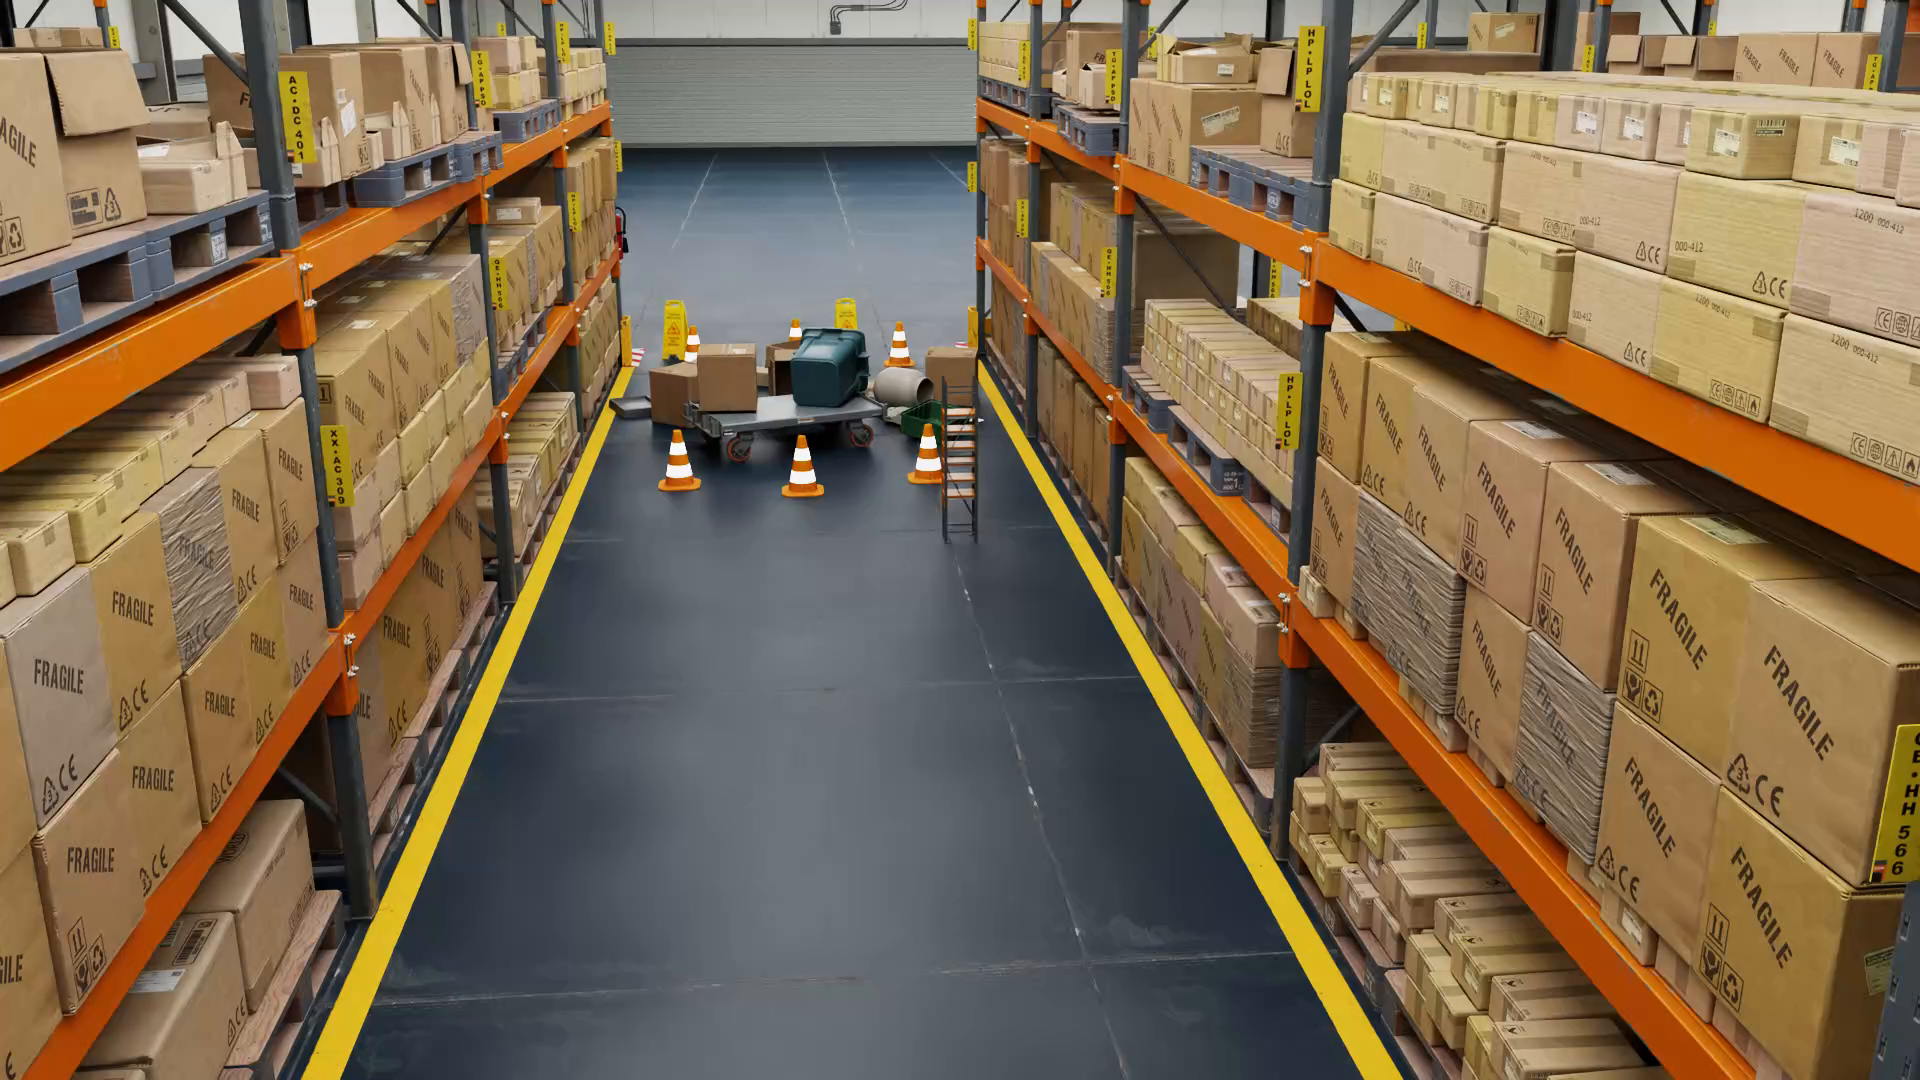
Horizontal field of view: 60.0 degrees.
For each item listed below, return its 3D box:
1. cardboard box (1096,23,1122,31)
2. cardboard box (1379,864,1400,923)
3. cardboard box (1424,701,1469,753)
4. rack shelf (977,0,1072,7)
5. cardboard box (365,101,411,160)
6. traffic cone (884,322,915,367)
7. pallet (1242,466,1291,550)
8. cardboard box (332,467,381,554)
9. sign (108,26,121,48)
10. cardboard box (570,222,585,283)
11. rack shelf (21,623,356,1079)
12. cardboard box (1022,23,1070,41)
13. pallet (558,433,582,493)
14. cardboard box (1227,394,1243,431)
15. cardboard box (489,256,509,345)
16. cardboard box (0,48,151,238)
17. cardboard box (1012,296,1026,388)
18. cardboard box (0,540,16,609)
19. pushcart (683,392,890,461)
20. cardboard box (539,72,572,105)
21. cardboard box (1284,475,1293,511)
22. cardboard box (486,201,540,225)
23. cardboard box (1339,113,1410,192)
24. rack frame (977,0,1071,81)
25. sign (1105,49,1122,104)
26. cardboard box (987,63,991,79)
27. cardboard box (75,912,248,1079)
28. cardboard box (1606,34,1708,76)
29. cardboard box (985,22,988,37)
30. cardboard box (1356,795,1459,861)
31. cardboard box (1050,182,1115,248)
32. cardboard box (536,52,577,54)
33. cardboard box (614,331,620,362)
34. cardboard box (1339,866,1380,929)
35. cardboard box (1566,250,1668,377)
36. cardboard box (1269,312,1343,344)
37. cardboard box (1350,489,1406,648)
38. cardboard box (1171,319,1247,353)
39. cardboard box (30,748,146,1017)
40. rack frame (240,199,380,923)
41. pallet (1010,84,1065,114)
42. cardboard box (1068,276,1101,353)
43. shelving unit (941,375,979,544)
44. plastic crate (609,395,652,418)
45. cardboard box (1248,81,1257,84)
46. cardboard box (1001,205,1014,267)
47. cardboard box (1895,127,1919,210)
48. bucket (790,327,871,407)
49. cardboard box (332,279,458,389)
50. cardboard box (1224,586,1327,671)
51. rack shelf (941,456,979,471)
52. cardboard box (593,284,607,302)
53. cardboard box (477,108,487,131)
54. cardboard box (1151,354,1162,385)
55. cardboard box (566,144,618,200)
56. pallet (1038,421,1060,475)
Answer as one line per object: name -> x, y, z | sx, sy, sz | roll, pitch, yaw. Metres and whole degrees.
cardboard box -> 1.401, -4.445, 14.540 | 0.380, 0.149, 0.250 | -2, 18, -5
cardboard box -> 1.846, 1.358, 6.407 | 0.380, 0.149, 0.250 | -3, 18, -8
cardboard box -> 1.813, 0.602, 5.670 | 0.380, 0.149, 0.250 | -1, 17, -3
rack shelf -> 0.894, -5.310, 15.937 | 1.077, 0.370, 4.000 | -2, 18, -6
cardboard box -> -2.828, -1.942, 7.871 | 0.396, 0.266, 0.258 | 0, 17, -1
traffic cone -> -0.670, -2.166, 18.302 | 0.336, 0.463, 0.334 | -2, 18, -6
pallet -> 1.991, -0.143, 7.946 | 1.003, 0.211, 1.213 | -2, 18, -6
cardboard box -> -2.753, -0.126, 6.988 | 0.500, 0.250, 0.500 | -2, 18, -7
sign -> -8.621, -5.069, 16.961 | 0.100, 0.325, 0.005 | -2, 18, -6
cardboard box -> -3.581, -2.533, 14.572 | 0.500, 0.500, 0.500 | -2, 18, -6
rack shelf -> -2.782, 1.119, 4.805 | 1.077, 0.370, 4.000 | -2, 18, -6
cardboard box -> 0.745, -4.425, 14.477 | 0.380, 0.149, 0.250 | -2, 18, -6
pallet -> -3.731, -0.641, 13.866 | 1.003, 0.211, 1.213 | -2, 18, -6
cardboard box -> 1.579, -0.649, 8.458 | 0.380, 0.149, 0.250 | -3, 18, -8
cardboard box -> -3.217, -1.543, 10.718 | 0.500, 0.500, 0.500 | -2, 18, -7
cardboard box -> -2.817, -1.147, 4.776 | 0.797, 0.503, 0.637 | 0, 17, -1
cardboard box -> 1.008, -2.031, 16.484 | 0.875, 0.875, 0.875 | -2, 18, -5
cardboard box -> -2.472, 0.112, 3.893 | 0.380, 0.149, 0.250 | -2, 18, -5
pushcart -> -1.550, -1.037, 14.852 | 1.648, 0.377, 0.936 | -8, 19, -25
cardboard box -> -3.586, -3.844, 14.160 | 0.500, 0.250, 0.500 | -2, 18, -7
cardboard box -> 1.687, -0.195, 7.510 | 0.380, 0.149, 0.250 | -2, 18, -7
cardboard box -> -3.405, -2.486, 12.641 | 0.380, 0.149, 0.250 | -3, 18, -8
cardboard box -> 1.736, -1.450, 6.196 | 0.500, 0.250, 0.500 | -1, 17, -4
rack frame -> 0.688, -6.440, 17.667 | 1.000, 3.000, 0.127 | -2, 18, -6
sign -> 0.960, -2.895, 10.389 | 0.100, 0.325, 0.005 | -2, 18, -6
cardboard box -> 0.483, -4.799, 16.999 | 0.380, 0.149, 0.250 | -2, 18, -5
cardboard box -> -2.937, 1.659, 5.460 | 0.875, 0.438, 0.875 | -2, 18, -7
cardboard box -> 5.994, -4.047, 14.179 | 0.797, 0.503, 0.637 | -3, 18, -8
cardboard box -> 0.457, -5.258, 17.128 | 0.380, 0.149, 0.250 | -2, 18, -6
cardboard box -> 1.799, 1.140, 6.603 | 0.380, 0.149, 0.250 | -2, 18, -6
cardboard box -> 1.157, -2.763, 14.135 | 0.700, 0.500, 0.500 | -2, 18, -7
cardboard box -> -3.710, -4.385, 15.217 | 0.380, 0.149, 0.250 | -2, 18, -6
cardboard box -> -3.872, -2.044, 17.569 | 0.500, 0.250, 0.500 | -2, 18, -6
cardboard box -> 1.748, 1.427, 6.682 | 0.380, 0.149, 0.250 | -2, 18, -6
cardboard box -> 1.930, -0.598, 4.316 | 0.500, 0.250, 0.500 | -1, 17, -3
cardboard box -> 2.070, -1.274, 9.953 | 0.380, 0.149, 0.250 | -1, 17, -4
cardboard box -> 1.784, 0.110, 6.155 | 0.500, 0.500, 0.500 | -2, 18, -6
cardboard box -> 1.446, -1.183, 9.663 | 0.380, 0.149, 0.250 | -3, 18, -8
cardboard box -> -2.454, 0.870, 4.230 | 0.500, 0.500, 0.500 | -2, 18, -6
rack frame -> -2.988, 0.180, 6.595 | 1.000, 3.000, 0.127 | -2, 18, -6
pallet -> 1.026, -4.019, 15.111 | 1.003, 0.211, 1.213 | -2, 18, -6
cardboard box -> 1.098, -1.666, 12.308 | 0.500, 0.500, 0.500 | -2, 18, -7
shelving unit -> -0.002, -0.577, 12.011 | 0.258, 1.200, 0.189 | -2, 18, -6
plastic crate -> -3.159, -1.303, 16.195 | 0.402, 0.080, 0.583 | -8, 19, -25
cardboard box -> 1.889, -2.362, 9.520 | 0.500, 0.500, 0.500 | -2, 18, -6
cardboard box -> 0.878, -3.050, 16.633 | 0.875, 0.550, 0.500 | -2, 18, -6
cardboard box -> 2.011, -0.689, 3.107 | 0.380, 0.149, 0.250 | -2, 18, -6
bucket -> -1.207, -1.519, 14.935 | 0.726, 0.611, 0.620 | 4, 28, 13
cardboard box -> -2.981, -1.089, 8.803 | 0.500, 0.500, 0.500 | -2, 18, -6
cardboard box -> 1.597, 0.418, 8.059 | 0.500, 0.250, 0.500 | -2, 18, -7
rack shelf -> -0.002, -0.534, 12.024 | 0.258, 0.103, 0.180 | -2, 18, -6
cardboard box -> -3.731, -2.459, 16.557 | 0.380, 0.149, 0.250 | -1, 17, -3
cardboard box -> -3.488, -2.773, 10.827 | 0.700, 0.500, 0.500 | -2, 18, -6
cardboard box -> 1.386, -1.056, 10.250 | 0.380, 0.149, 0.250 | -1, 17, -3
cardboard box -> -3.756, -3.616, 16.355 | 0.700, 0.500, 0.500 | -2, 18, -6
pallet -> 1.255, -0.828, 14.463 | 1.003, 0.211, 1.213 | -2, 18, -6
